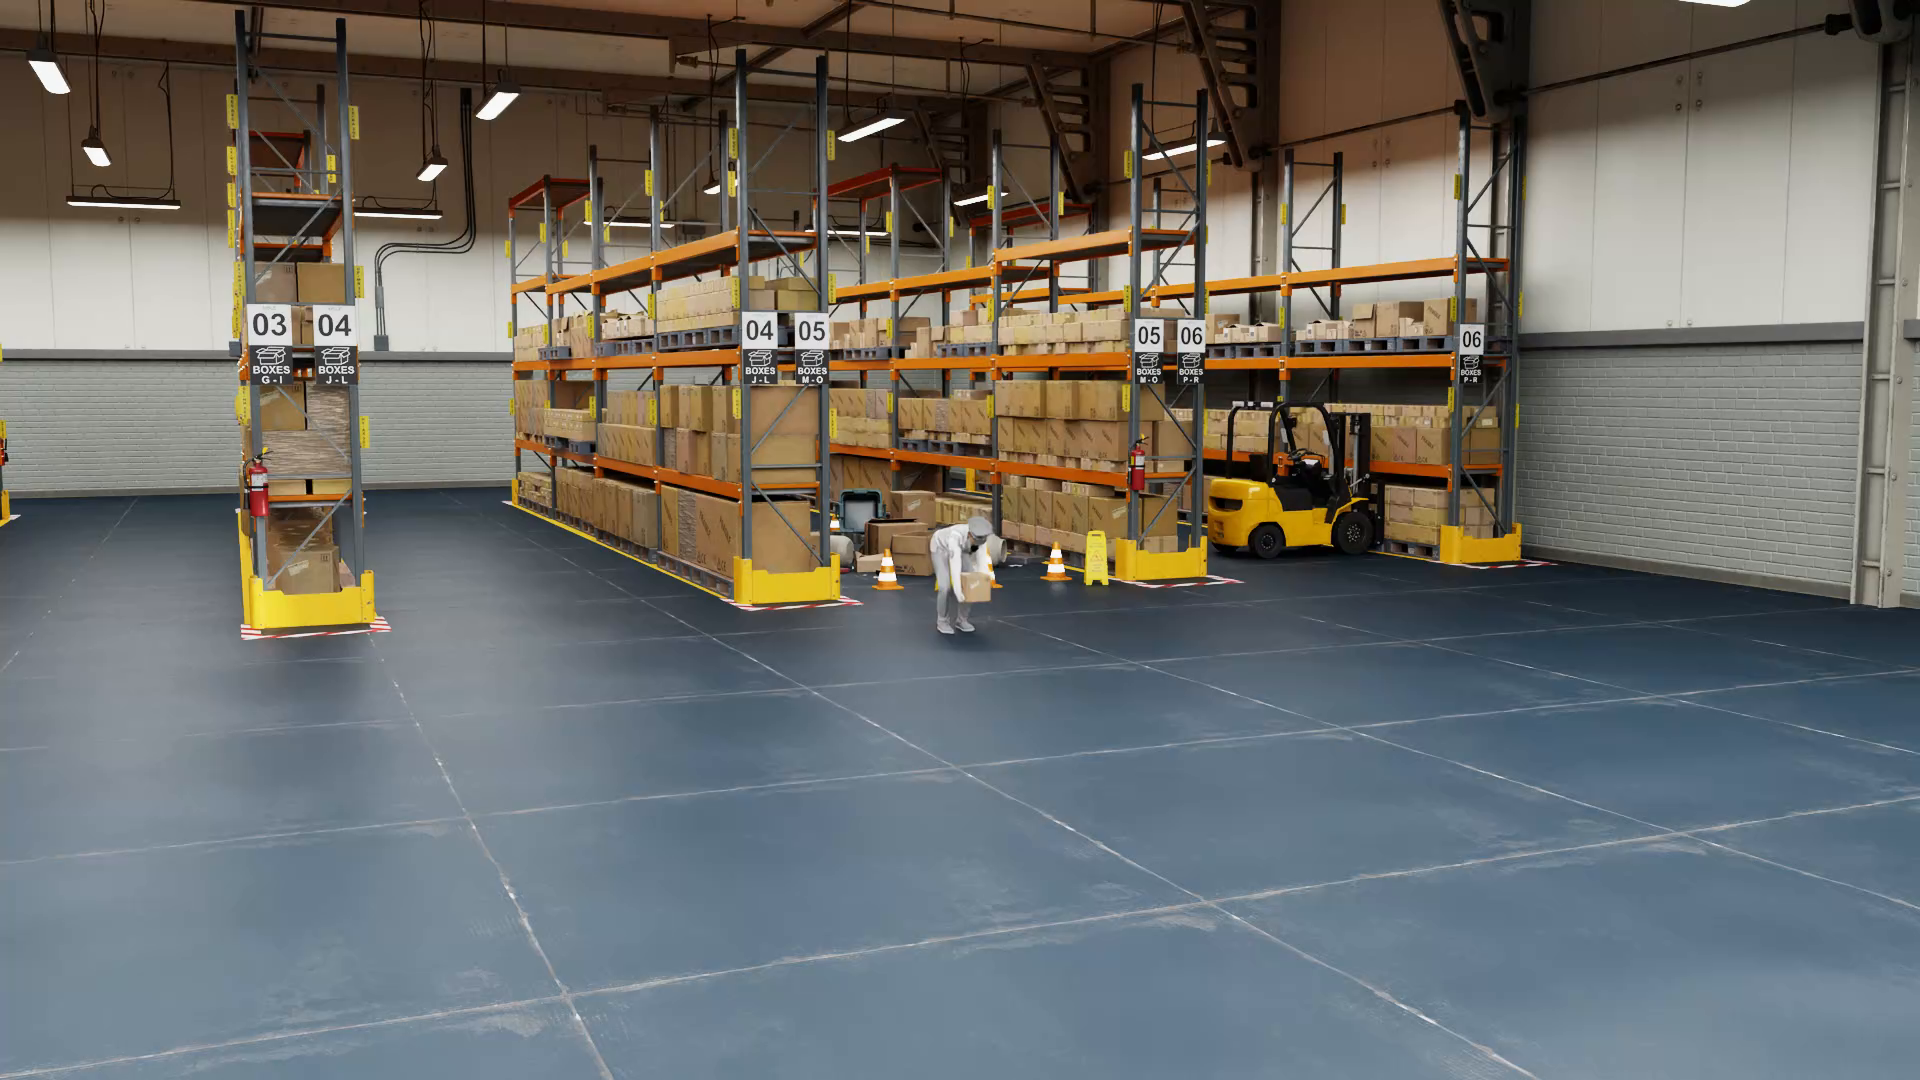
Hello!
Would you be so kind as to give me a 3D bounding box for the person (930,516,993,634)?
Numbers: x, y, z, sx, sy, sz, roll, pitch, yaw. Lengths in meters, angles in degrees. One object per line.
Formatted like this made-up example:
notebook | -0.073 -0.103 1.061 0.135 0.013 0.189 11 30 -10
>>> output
person | 0.026 0.334 16.134 0.433 1.169 0.912 -3 6 -26
